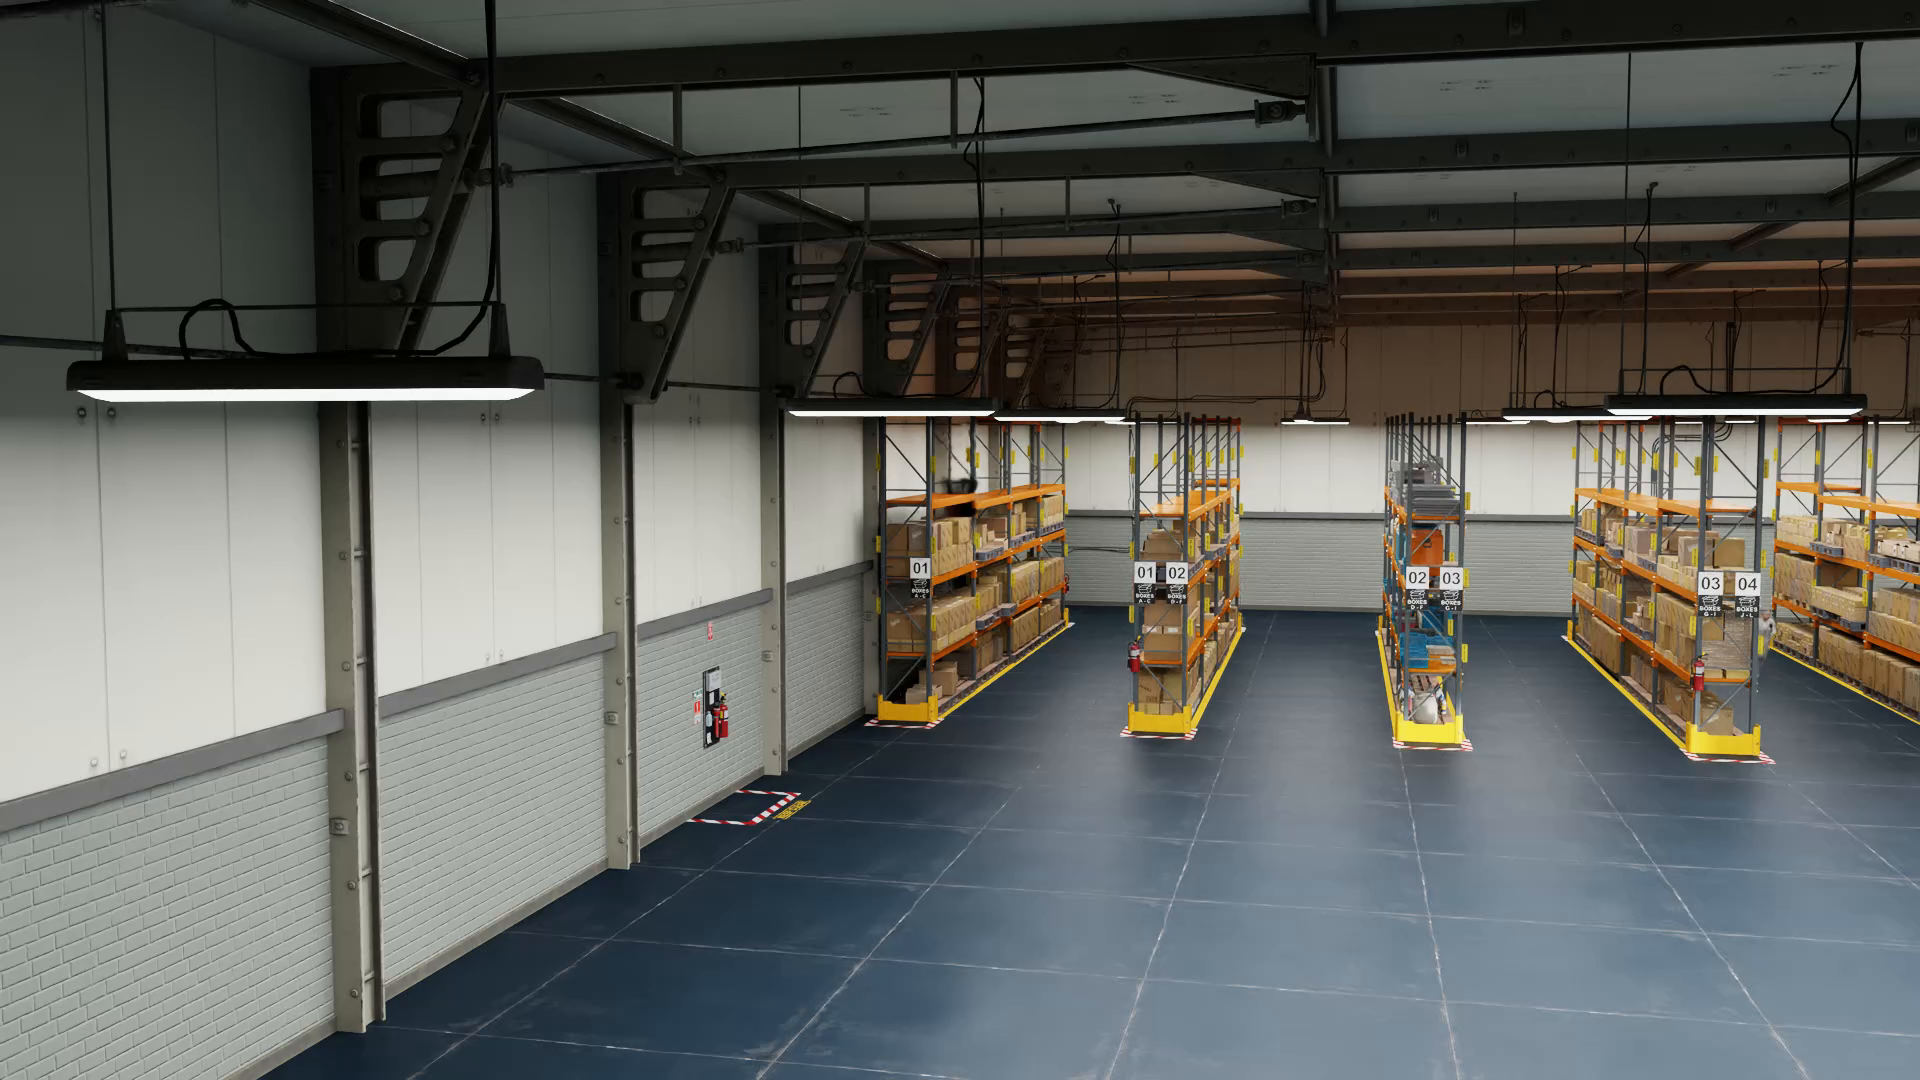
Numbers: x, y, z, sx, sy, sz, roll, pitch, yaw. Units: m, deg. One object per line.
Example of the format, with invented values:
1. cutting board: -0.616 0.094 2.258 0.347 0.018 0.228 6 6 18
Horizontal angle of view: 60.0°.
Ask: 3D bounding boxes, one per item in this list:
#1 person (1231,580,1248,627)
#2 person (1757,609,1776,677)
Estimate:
1. person: 7.900 1.640 48.149 1.104 1.732 0.634 3 5 40
2. person: 18.371 2.353 38.068 0.602 1.613 0.636 0 4 -1
